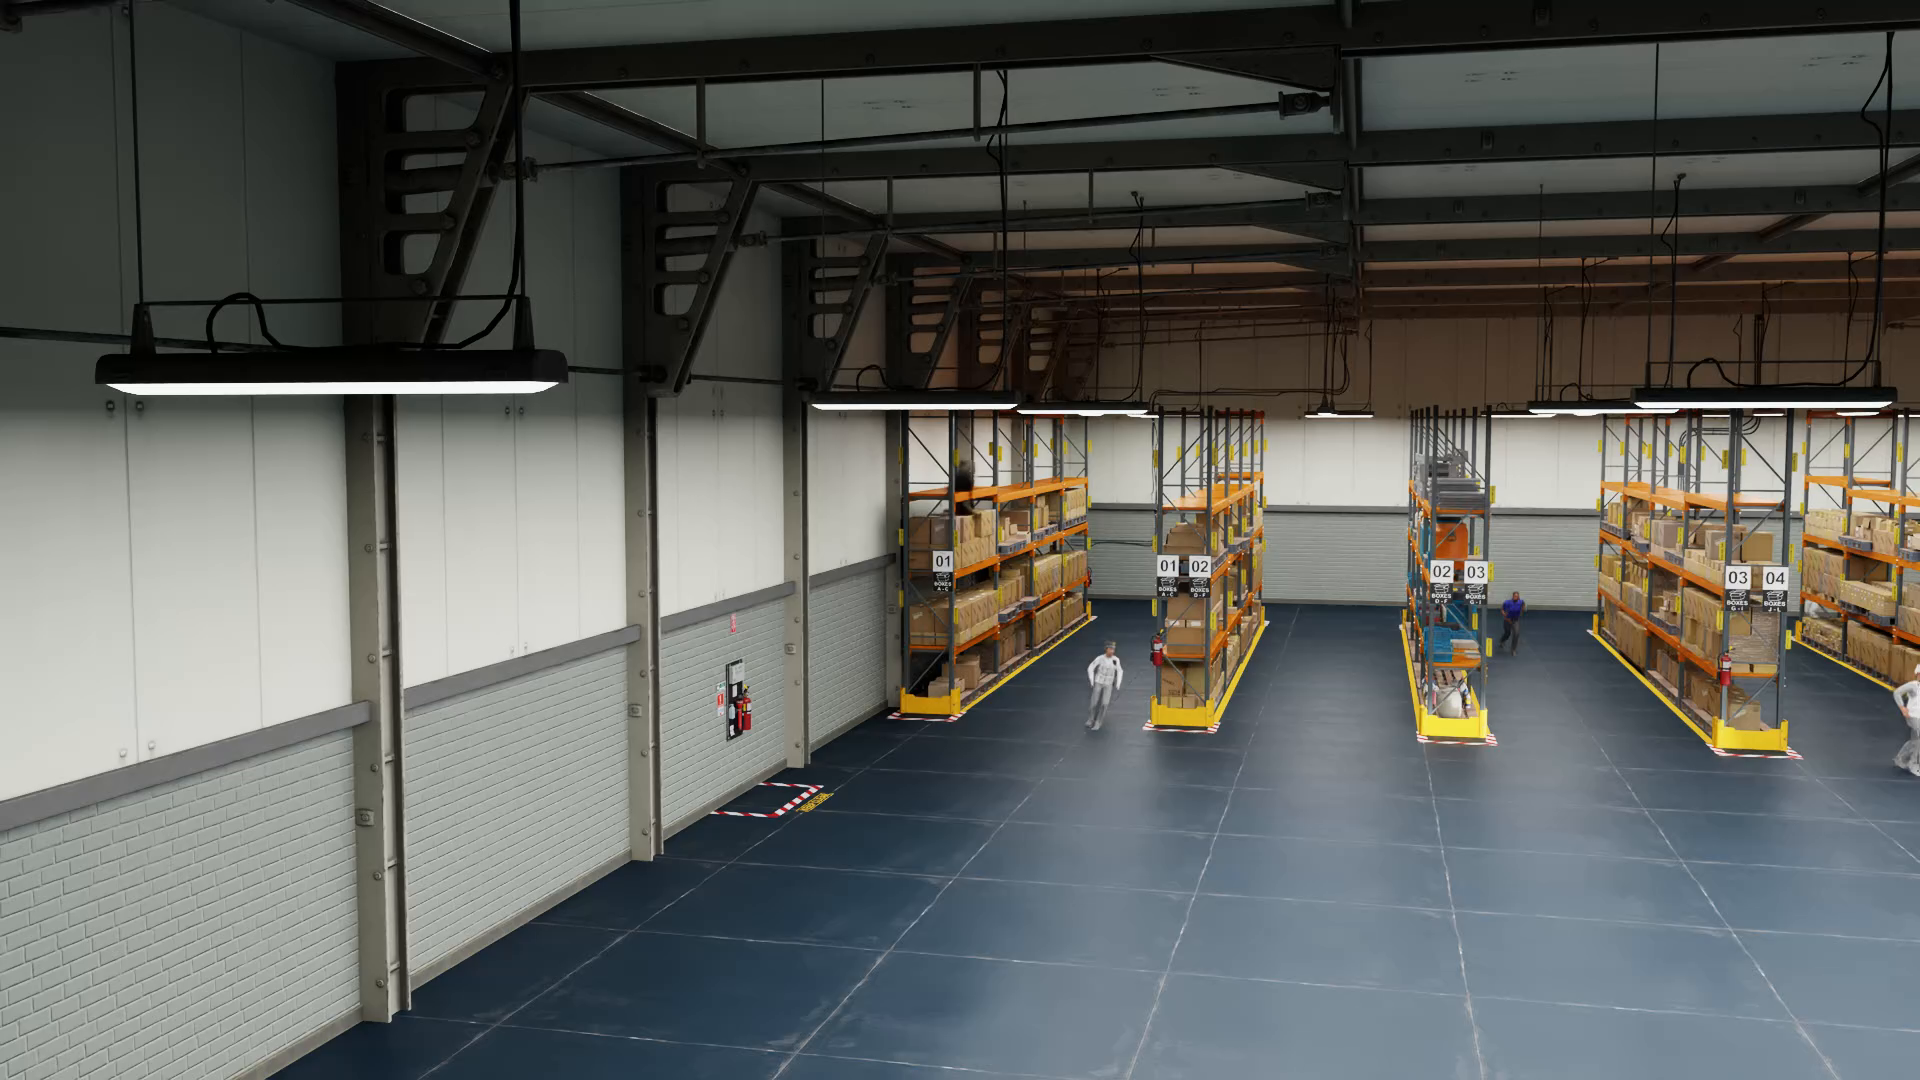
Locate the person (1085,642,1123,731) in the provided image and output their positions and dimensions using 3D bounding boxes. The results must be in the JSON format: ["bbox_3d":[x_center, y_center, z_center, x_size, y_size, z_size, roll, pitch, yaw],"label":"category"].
[{"bbox_3d":[2.661,2.703,30.956,0.673,1.628,0.624,1,4,11],"label":"person"}]

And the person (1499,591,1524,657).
[{"bbox_3d":[13.523,2.024,40.858,0.602,1.617,0.960,-1,4,-8],"label":"person"}]

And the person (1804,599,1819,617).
[{"bbox_3d":[23.491,1.587,45.623,0.557,1.737,0.690,-2,4,-21],"label":"person"}]

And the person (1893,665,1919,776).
[{"bbox_3d":[15.612,2.902,27.093,0.653,1.781,0.664,-3,5,-32],"label":"person"}]
